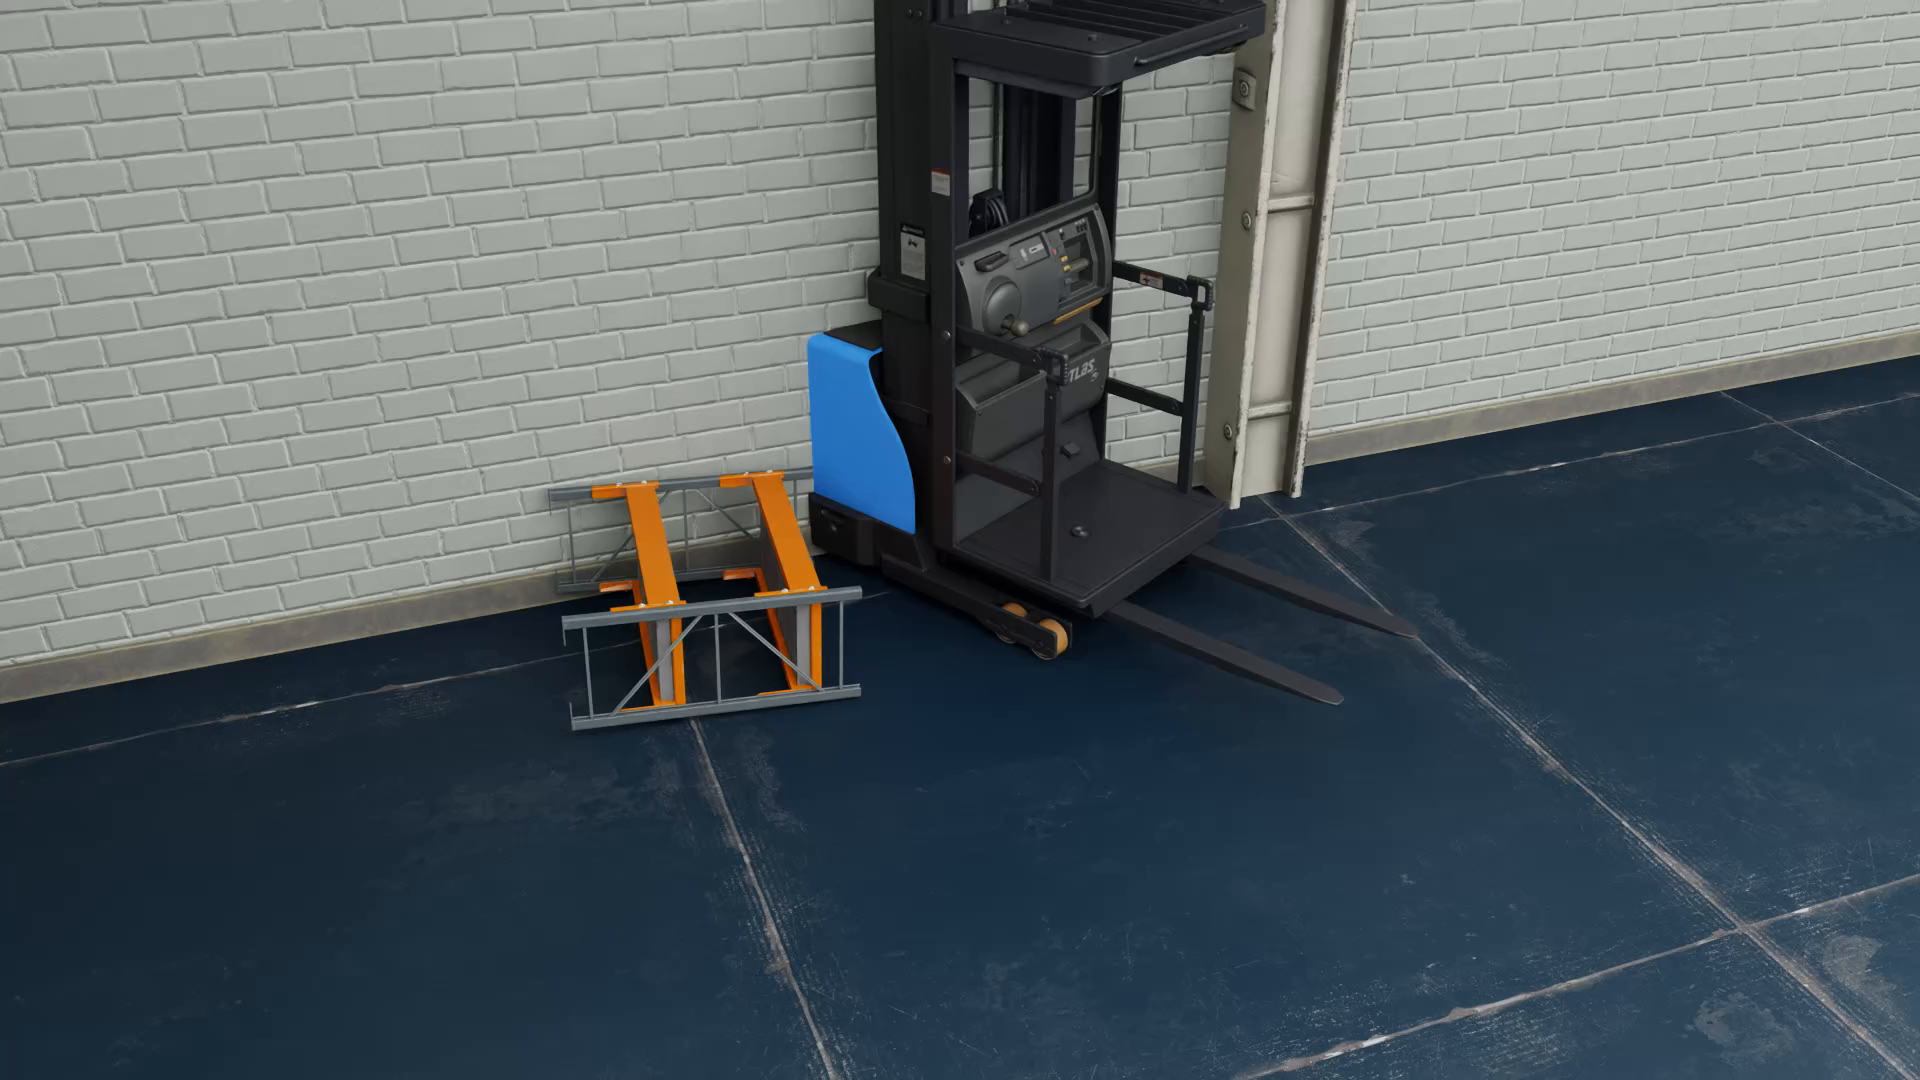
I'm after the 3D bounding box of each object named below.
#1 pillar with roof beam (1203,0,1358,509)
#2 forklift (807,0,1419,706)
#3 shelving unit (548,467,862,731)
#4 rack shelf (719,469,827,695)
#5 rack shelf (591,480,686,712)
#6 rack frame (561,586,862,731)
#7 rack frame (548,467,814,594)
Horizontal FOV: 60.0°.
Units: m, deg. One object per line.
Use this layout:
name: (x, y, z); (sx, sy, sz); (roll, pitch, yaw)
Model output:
pillar with roof beam: (2.932, -2.165, 2.460); (0.400, 9.000, 9.100); (-10, 31, -18)
forklift: (0.474, -1.074, 6.674); (3.031, 2.935, 1.130); (23, 37, 34)
shelving unit: (-1.063, 0.205, 6.801); (1.125, 0.538, 1.048); (-6, 31, -14)
rack shelf: (-0.780, 0.178, 6.872); (0.278, 0.538, 1.000); (-6, 31, -14)
rack shelf: (-1.299, 0.228, 6.742); (0.278, 0.538, 1.000); (-6, 31, -14)
rack frame: (-0.932, 0.452, 6.376); (1.125, 0.500, 0.032); (-6, 31, -14)
rack frame: (-1.194, -0.042, 7.226); (1.125, 0.500, 0.032); (-6, 31, -14)
